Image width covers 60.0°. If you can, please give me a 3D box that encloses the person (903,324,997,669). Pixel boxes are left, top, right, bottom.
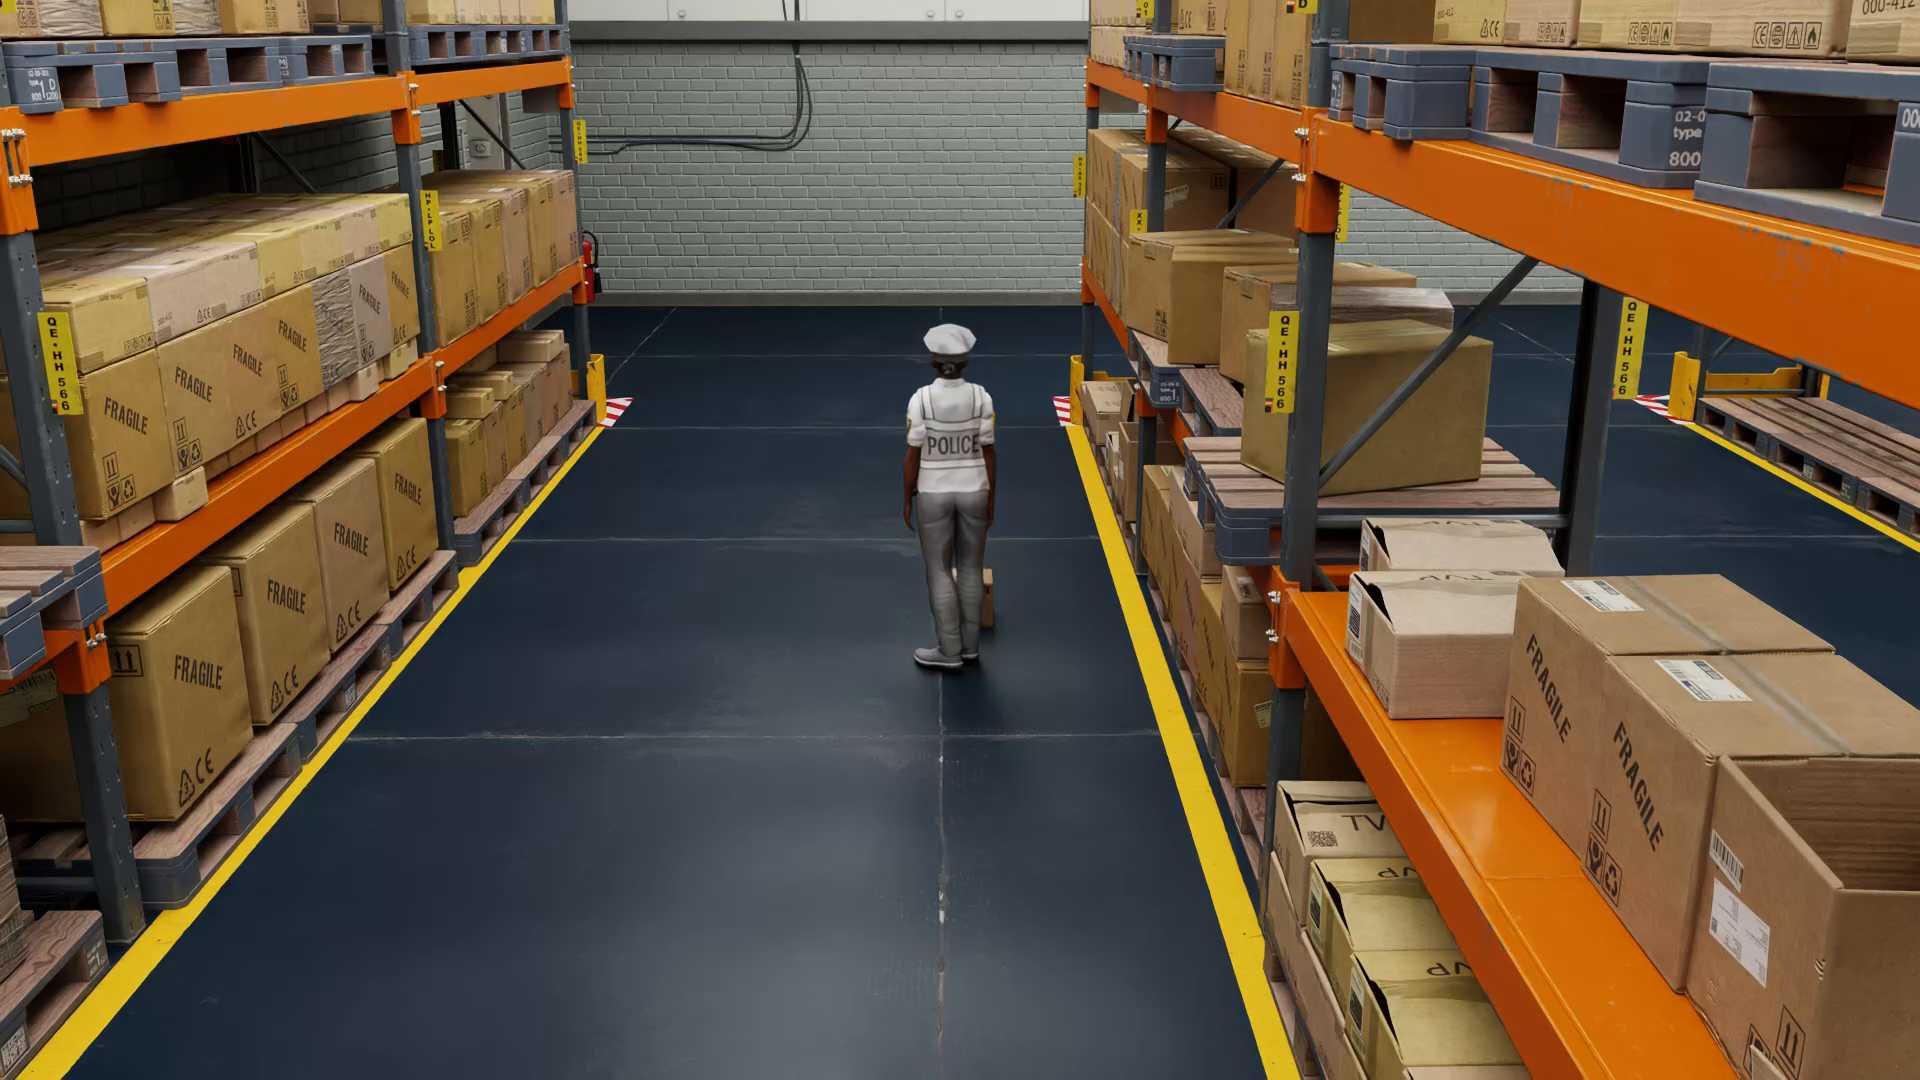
[{"bbox_3d":[-0.052,-0.211,8.151,0.452,1.688,0.432,-3,18,-10],"label":"person"}]
